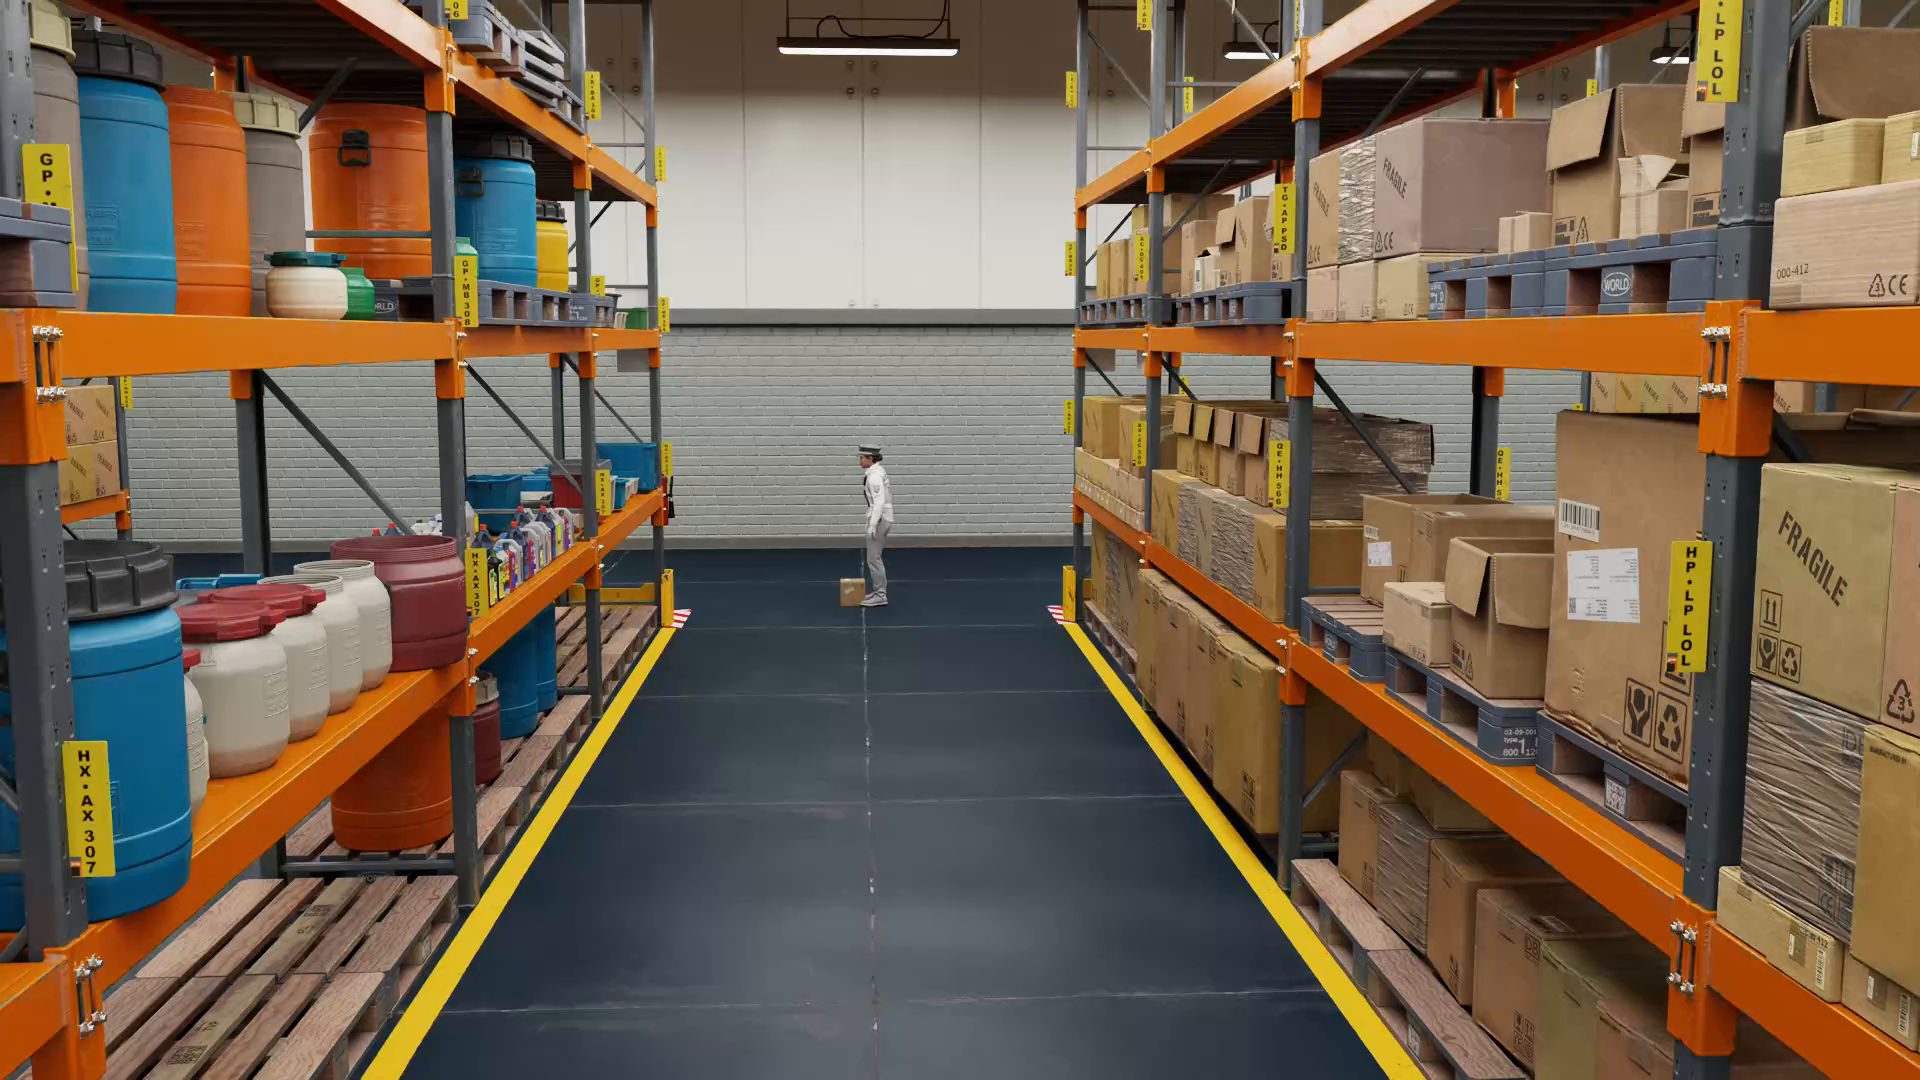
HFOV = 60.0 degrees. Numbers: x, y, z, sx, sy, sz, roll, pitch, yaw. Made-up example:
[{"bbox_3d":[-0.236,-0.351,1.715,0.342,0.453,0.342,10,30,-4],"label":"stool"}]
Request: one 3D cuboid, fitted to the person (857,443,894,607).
[{"bbox_3d":[-0.870,-0.164,17.079,0.375,1.663,0.529,0,7,-4],"label":"person"}]
